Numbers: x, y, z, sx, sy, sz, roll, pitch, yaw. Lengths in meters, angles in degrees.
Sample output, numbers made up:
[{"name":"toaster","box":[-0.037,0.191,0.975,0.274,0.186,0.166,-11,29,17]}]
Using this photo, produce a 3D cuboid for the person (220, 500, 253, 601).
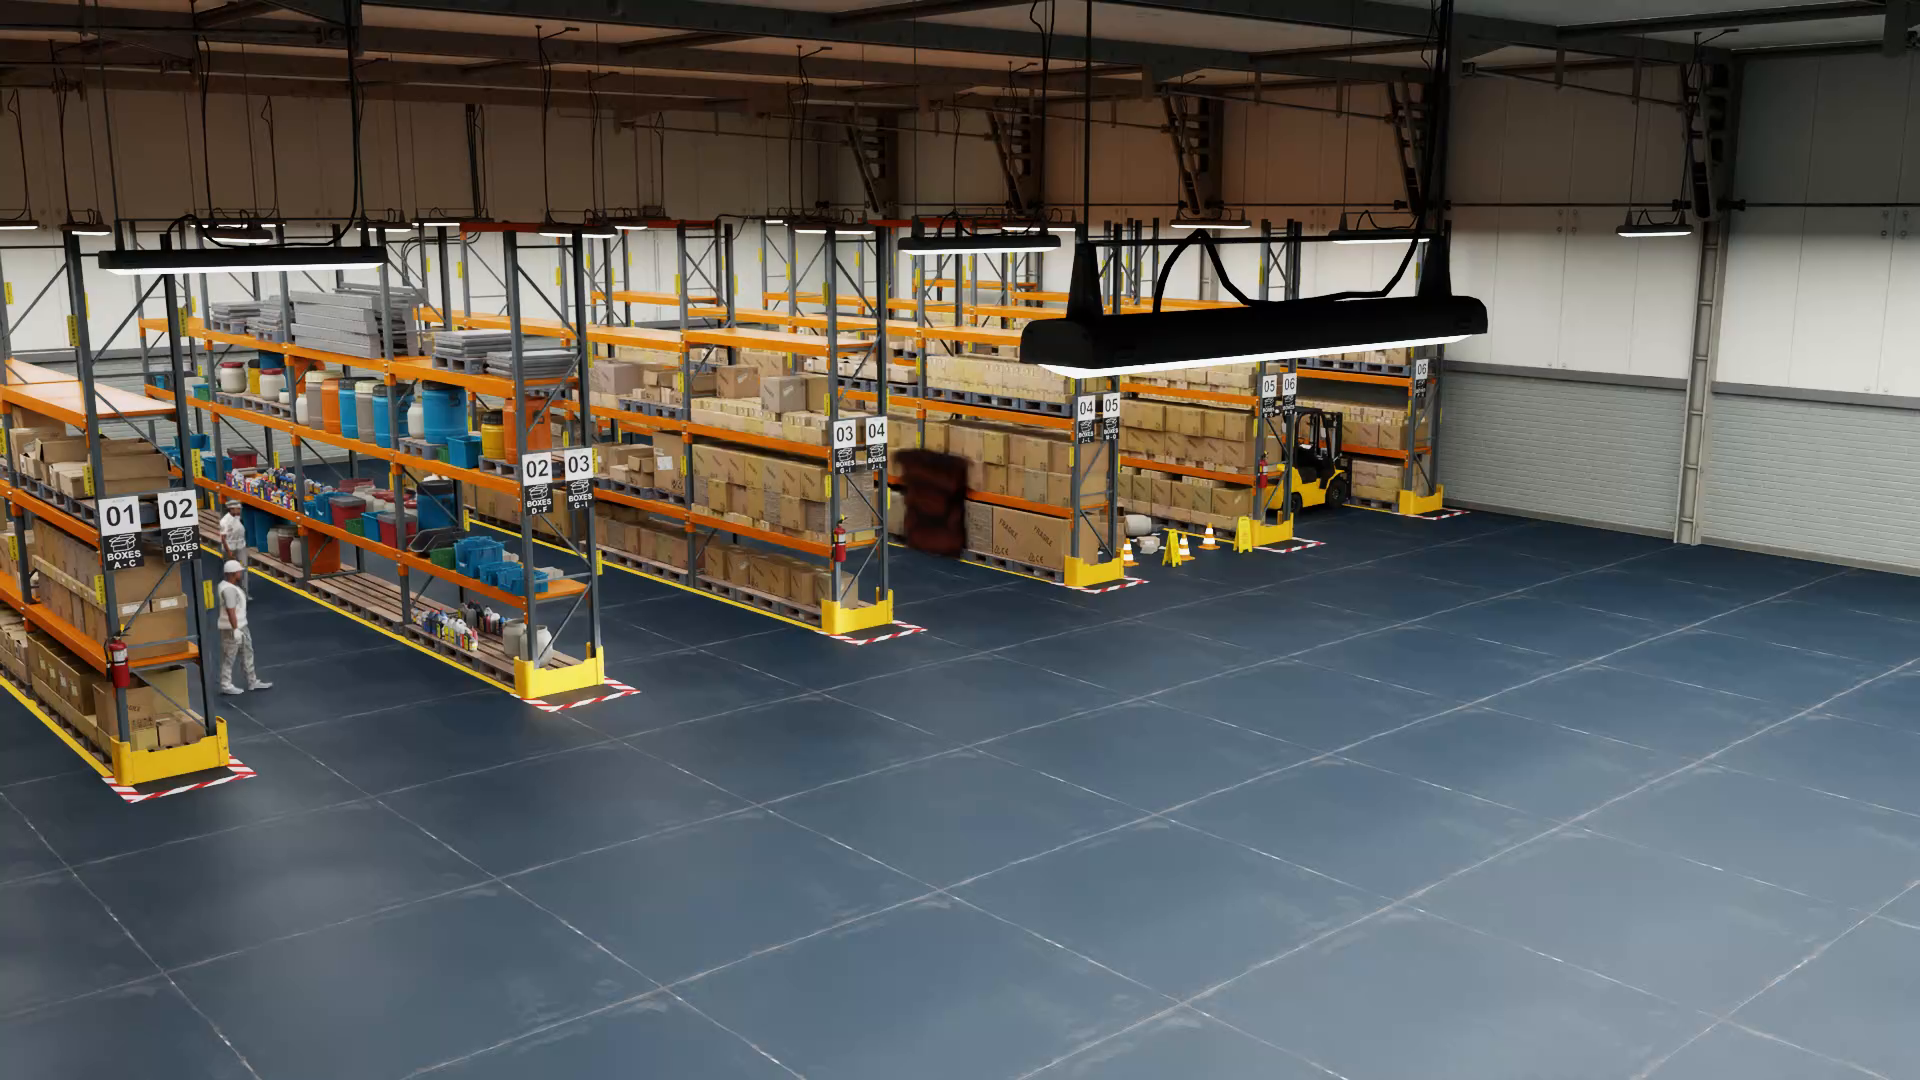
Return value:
[{"name":"person","box":[-11.797,0.146,27.028,0.424,1.627,0.928,-8,14,-34]}]

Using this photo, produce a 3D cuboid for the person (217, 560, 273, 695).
[{"name":"person","box":[-9.427,1.148,21.734,0.600,1.783,0.571,-1,11,-5]}]

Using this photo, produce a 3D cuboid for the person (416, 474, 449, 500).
[{"name":"person","box":[-9.525,-0.459,30.264,0.756,1.691,0.935,-10,15,-42]}]
